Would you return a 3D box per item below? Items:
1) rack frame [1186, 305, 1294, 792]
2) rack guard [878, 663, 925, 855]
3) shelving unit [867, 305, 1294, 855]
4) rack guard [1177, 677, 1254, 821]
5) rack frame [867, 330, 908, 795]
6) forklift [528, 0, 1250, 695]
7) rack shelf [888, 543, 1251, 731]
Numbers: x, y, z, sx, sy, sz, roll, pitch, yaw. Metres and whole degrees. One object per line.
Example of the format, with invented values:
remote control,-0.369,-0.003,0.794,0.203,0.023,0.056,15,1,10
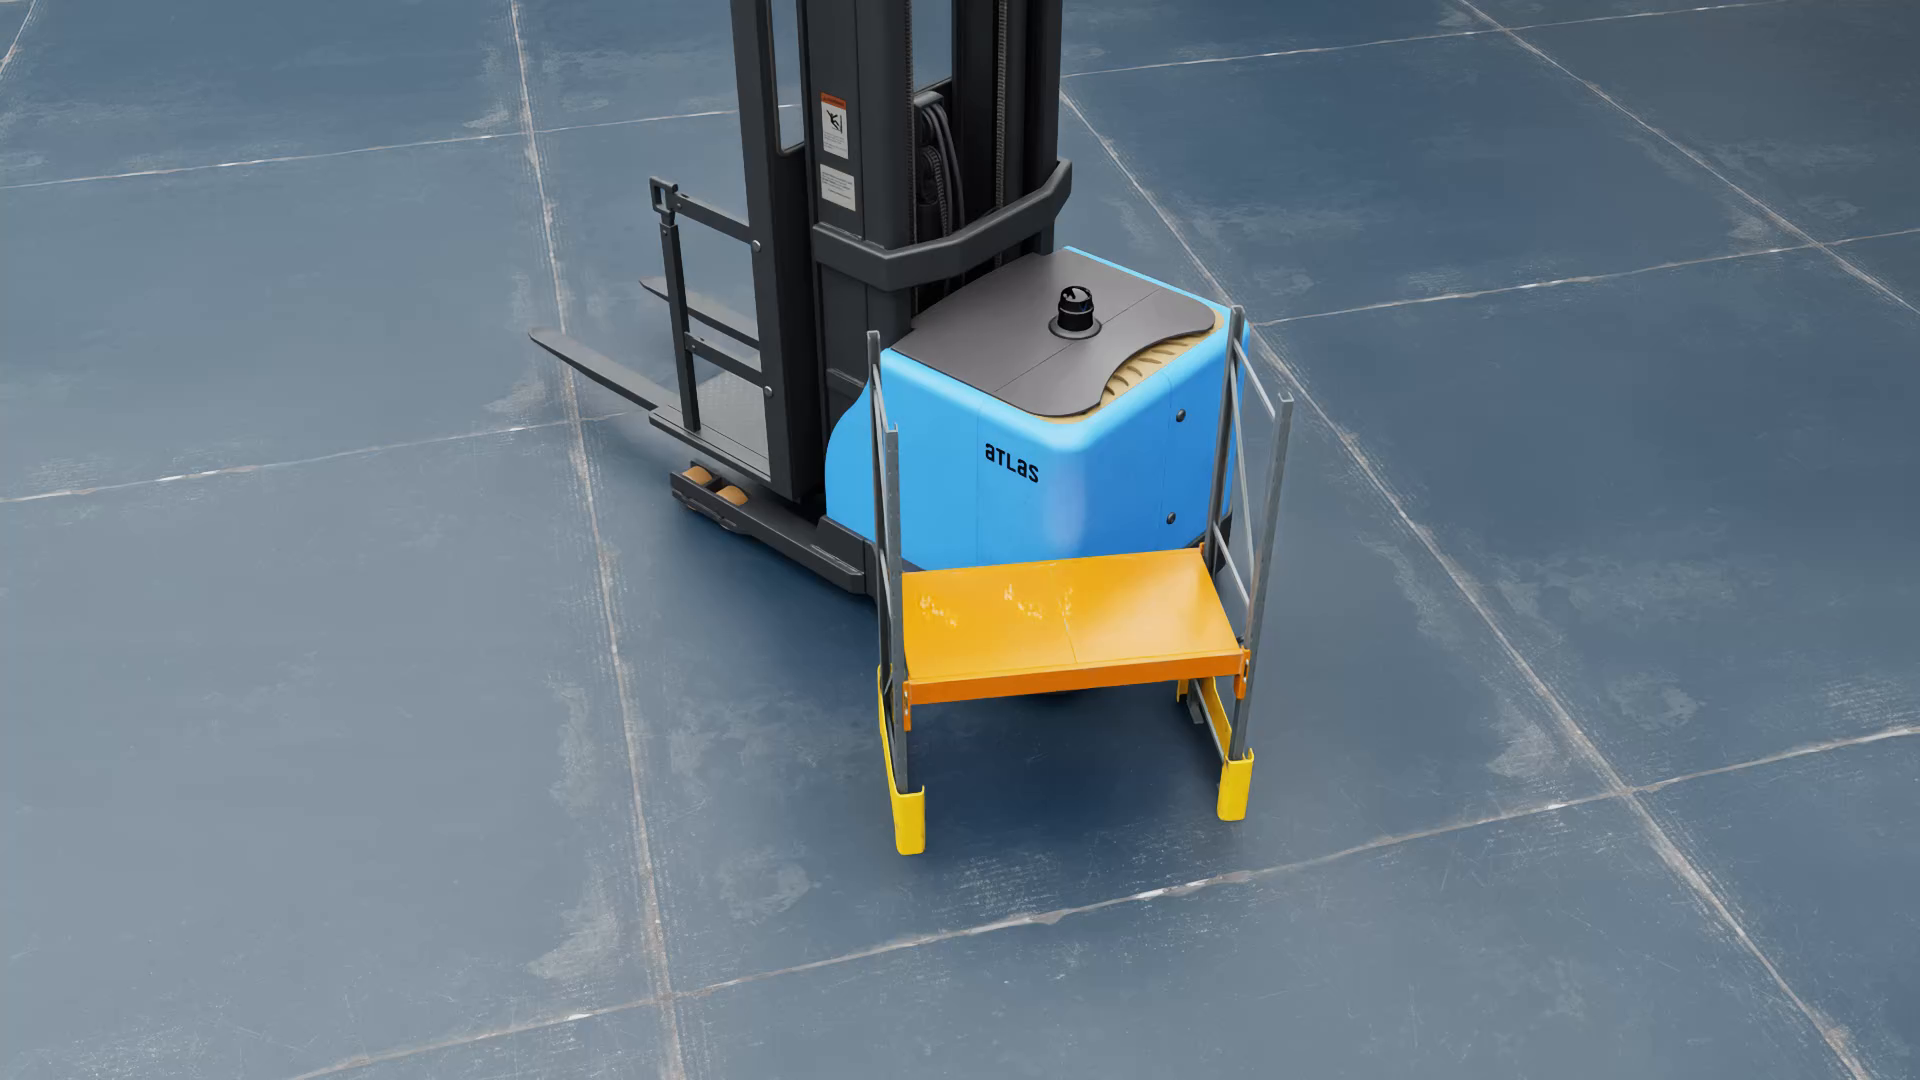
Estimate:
rack frame,0.804,0.092,4.896,0.032,1.500,0.500,-5,38,-6
rack guard,-0.184,0.671,5.167,0.087,0.250,0.587,-5,38,-6
shelving unit,0.309,0.133,4.841,1.083,1.500,0.587,-5,38,-6
rack guard,0.803,0.588,5.275,0.087,0.250,0.587,-5,38,-6
rack frame,-0.203,0.177,4.785,0.032,1.500,0.500,-5,38,-6
forklift,-0.473,-1.415,5.688,3.031,2.935,1.130,28,45,31
rack shelf,0.300,0.277,4.949,1.000,0.185,0.538,-5,38,-6
